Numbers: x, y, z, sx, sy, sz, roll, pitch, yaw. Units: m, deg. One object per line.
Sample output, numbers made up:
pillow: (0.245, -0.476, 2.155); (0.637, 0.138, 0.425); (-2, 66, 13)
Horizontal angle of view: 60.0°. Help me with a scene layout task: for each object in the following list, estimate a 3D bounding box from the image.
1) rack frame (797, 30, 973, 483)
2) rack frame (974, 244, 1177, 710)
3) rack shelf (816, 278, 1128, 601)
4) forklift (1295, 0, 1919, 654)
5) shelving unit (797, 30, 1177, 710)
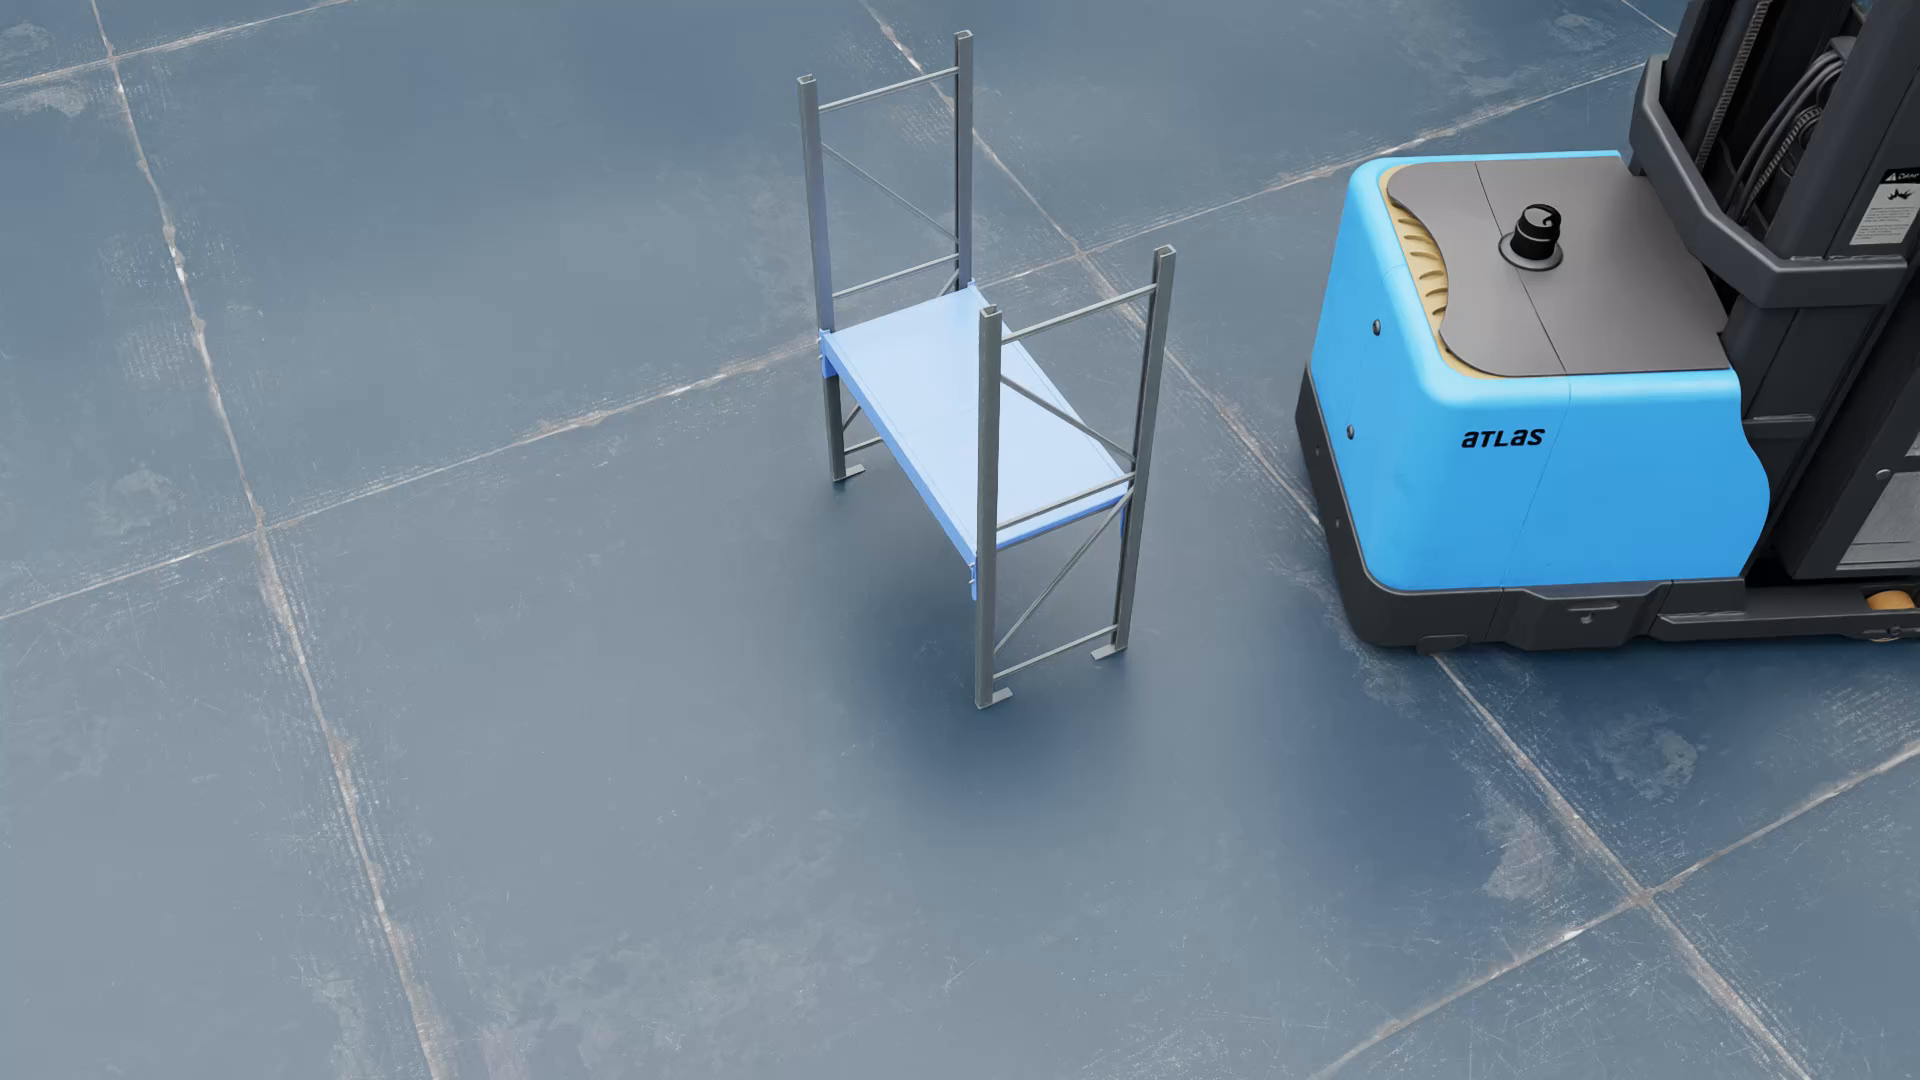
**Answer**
rack frame: (-0.194, -0.777, 4.933); (0.500, 1.500, 0.032); (-21, 52, -18)
rack frame: (0.272, -0.096, 4.338); (0.500, 1.500, 0.032); (-21, 52, -18)
rack shelf: (0.039, -0.318, 4.771); (0.538, 0.185, 1.000); (-21, 52, -18)
forklift: (2.644, -1.059, 4.229); (3.031, 2.935, 1.130); (-2, 49, -2)
shelving unit: (0.039, -0.437, 4.636); (0.538, 1.500, 1.048); (-21, 52, -18)
